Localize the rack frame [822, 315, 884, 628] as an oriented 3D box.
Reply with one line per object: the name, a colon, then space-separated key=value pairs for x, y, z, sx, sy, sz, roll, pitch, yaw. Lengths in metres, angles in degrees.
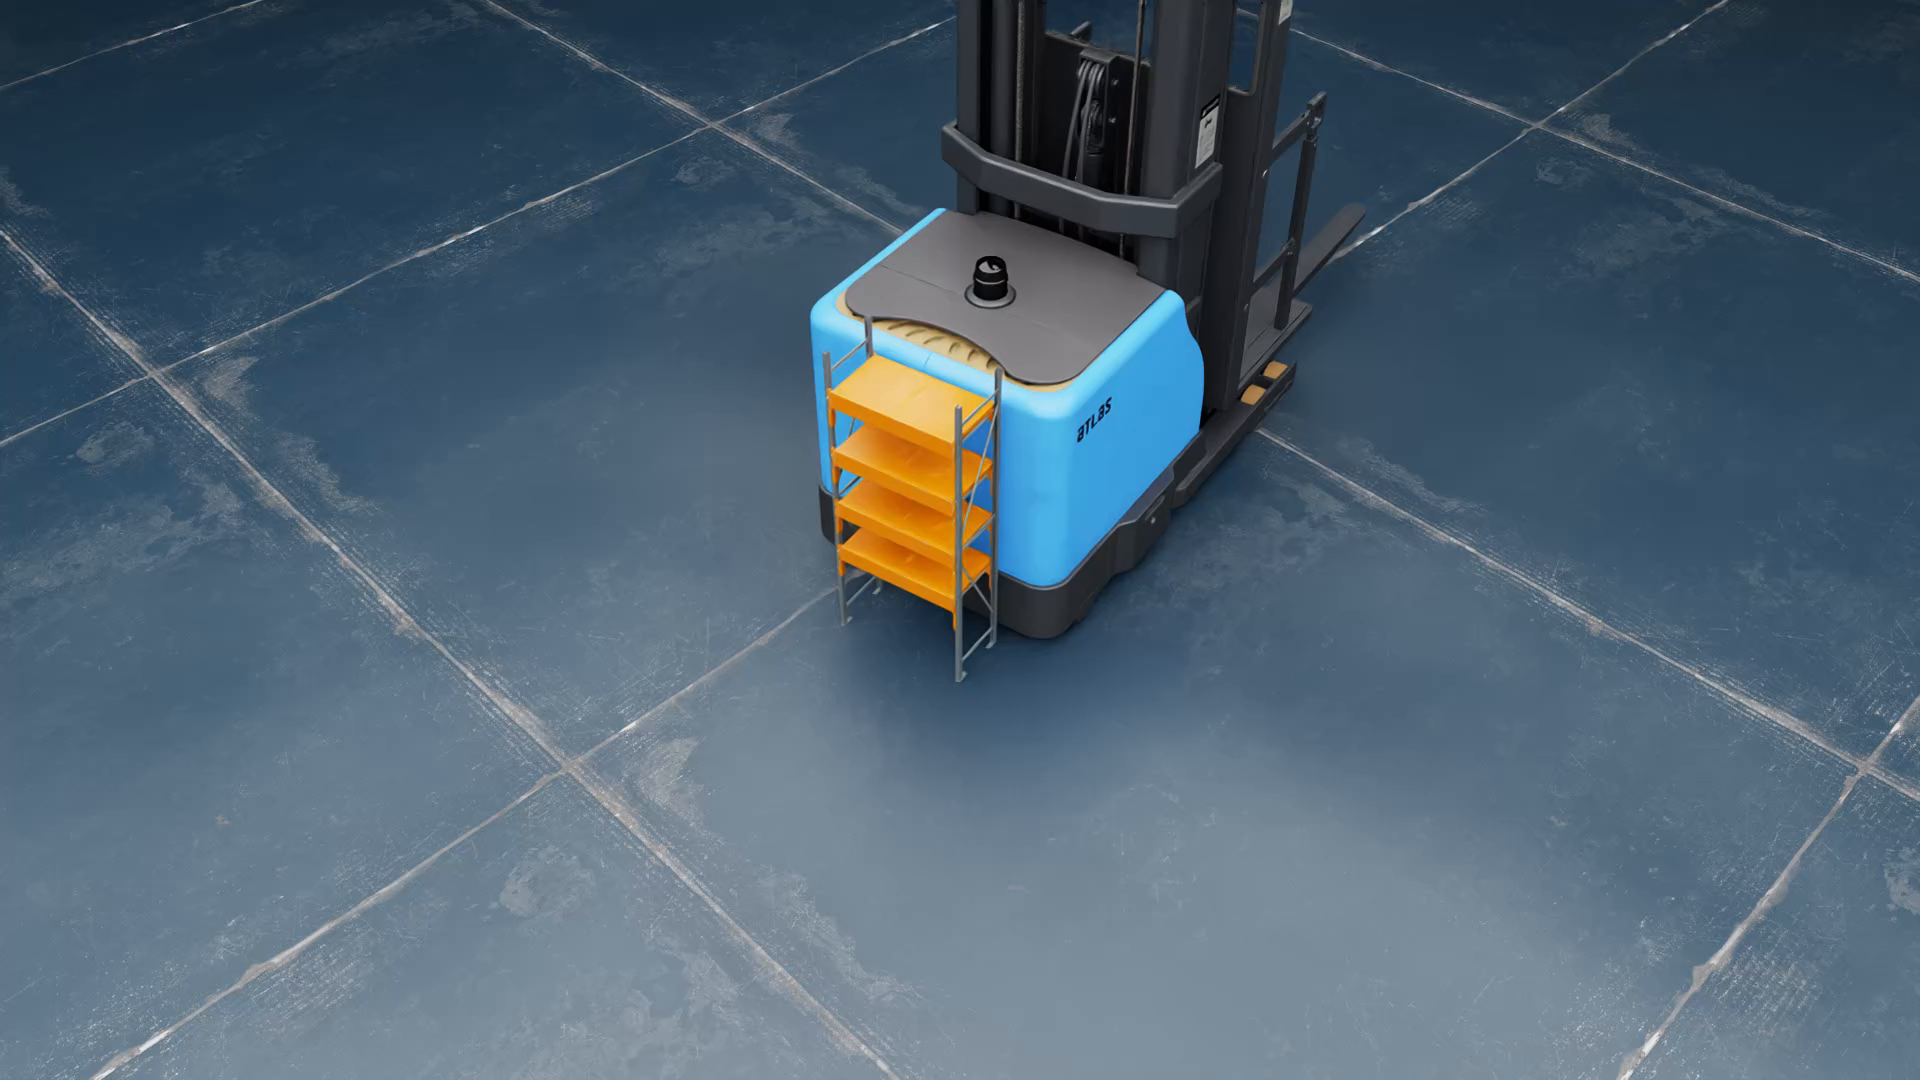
rack frame: x=-0.351 y=-0.200 z=5.582 sx=0.015 sy=1.200 sz=0.240 roll=24 pitch=48 yaw=24

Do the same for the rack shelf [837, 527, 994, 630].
rack shelf: x=-0.147 y=0.087 z=5.664 sx=0.480 sy=0.148 sz=0.258 roll=24 pitch=48 yaw=24

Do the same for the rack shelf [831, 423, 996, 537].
rack shelf: x=-0.147 y=-0.224 z=5.377 sx=0.480 sy=0.148 sz=0.258 roll=24 pitch=48 yaw=24

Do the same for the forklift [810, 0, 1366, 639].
forklift: x=0.725 y=-1.703 z=5.934 sx=1.130 sy=2.935 sz=3.031 roll=25 pitch=48 yaw=24

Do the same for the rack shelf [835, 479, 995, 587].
rack shelf: x=-0.147 y=-0.059 z=5.529 sx=0.480 sy=0.148 sz=0.258 roll=24 pitch=48 yaw=24

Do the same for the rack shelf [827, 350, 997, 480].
rack shelf: x=-0.147 y=-0.397 z=5.217 sx=0.480 sy=0.148 sz=0.258 roll=24 pitch=48 yaw=24

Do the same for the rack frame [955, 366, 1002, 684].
rack frame: x=0.056 y=-0.017 z=5.385 sx=0.015 sy=1.200 sz=0.240 roll=24 pitch=48 yaw=24

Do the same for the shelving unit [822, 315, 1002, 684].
shelving unit: x=-0.147 y=-0.109 z=5.484 sx=0.503 sy=1.200 sz=0.258 roll=24 pitch=48 yaw=24
